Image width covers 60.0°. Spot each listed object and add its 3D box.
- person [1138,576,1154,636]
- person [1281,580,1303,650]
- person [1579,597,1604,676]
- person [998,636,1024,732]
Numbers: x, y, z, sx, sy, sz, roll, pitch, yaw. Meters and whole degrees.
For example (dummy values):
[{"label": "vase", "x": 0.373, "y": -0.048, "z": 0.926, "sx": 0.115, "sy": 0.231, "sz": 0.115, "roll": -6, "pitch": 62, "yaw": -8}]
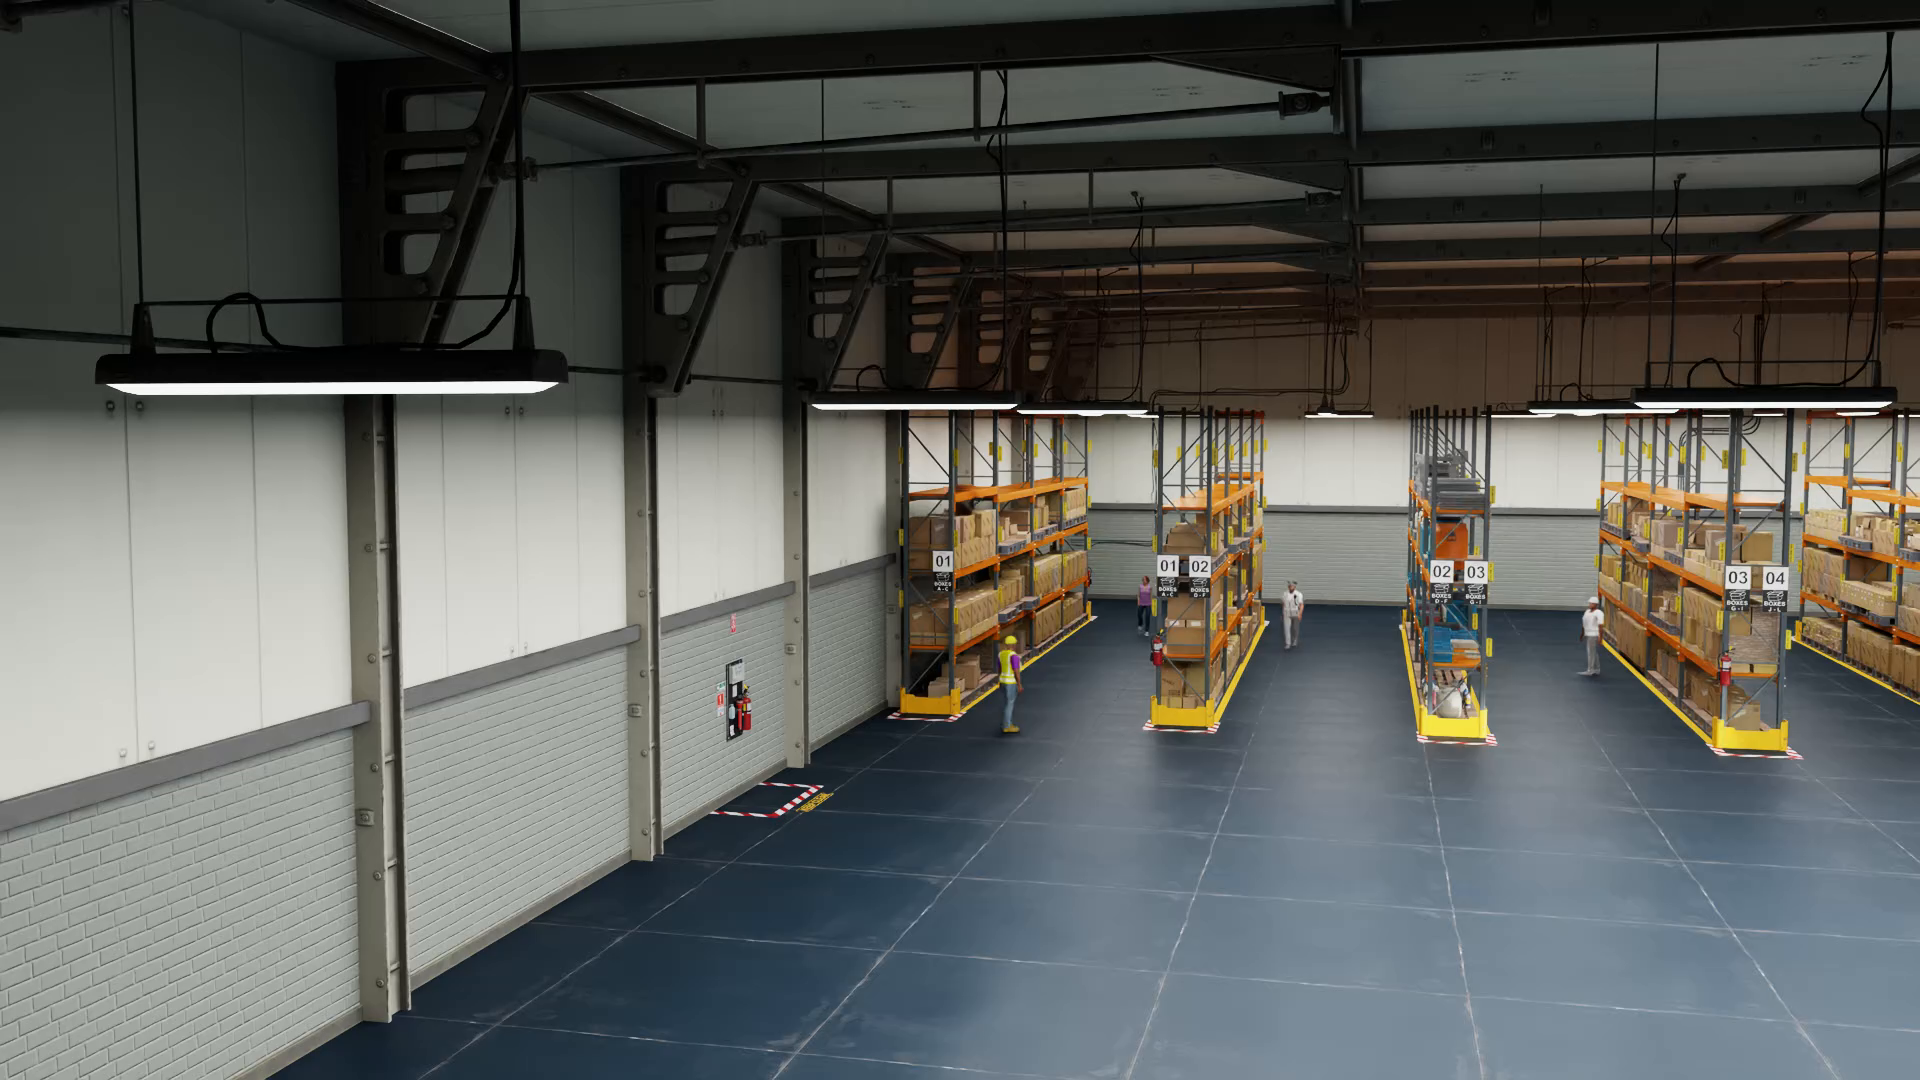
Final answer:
[{"label": "person", "x": 4.944, "y": 1.742, "z": 44.295, "sx": 0.431, "sy": 1.592, "sz": 0.479, "roll": 1, "pitch": 4, "yaw": 7}, {"label": "person", "x": 8.326, "y": 1.868, "z": 41.699, "sx": 0.553, "sy": 1.716, "sz": 1.069, "roll": 1, "pitch": 4, "yaw": 10}, {"label": "person", "x": 14.189, "y": 2.159, "z": 37.466, "sx": 0.513, "sy": 1.773, "sz": 0.565, "roll": 0, "pitch": 4, "yaw": 5}, {"label": "person", "x": 0.987, "y": 2.655, "z": 30.635, "sx": 0.488, "sy": 1.780, "sz": 0.641, "roll": -2, "pitch": 5, "yaw": -27}]
